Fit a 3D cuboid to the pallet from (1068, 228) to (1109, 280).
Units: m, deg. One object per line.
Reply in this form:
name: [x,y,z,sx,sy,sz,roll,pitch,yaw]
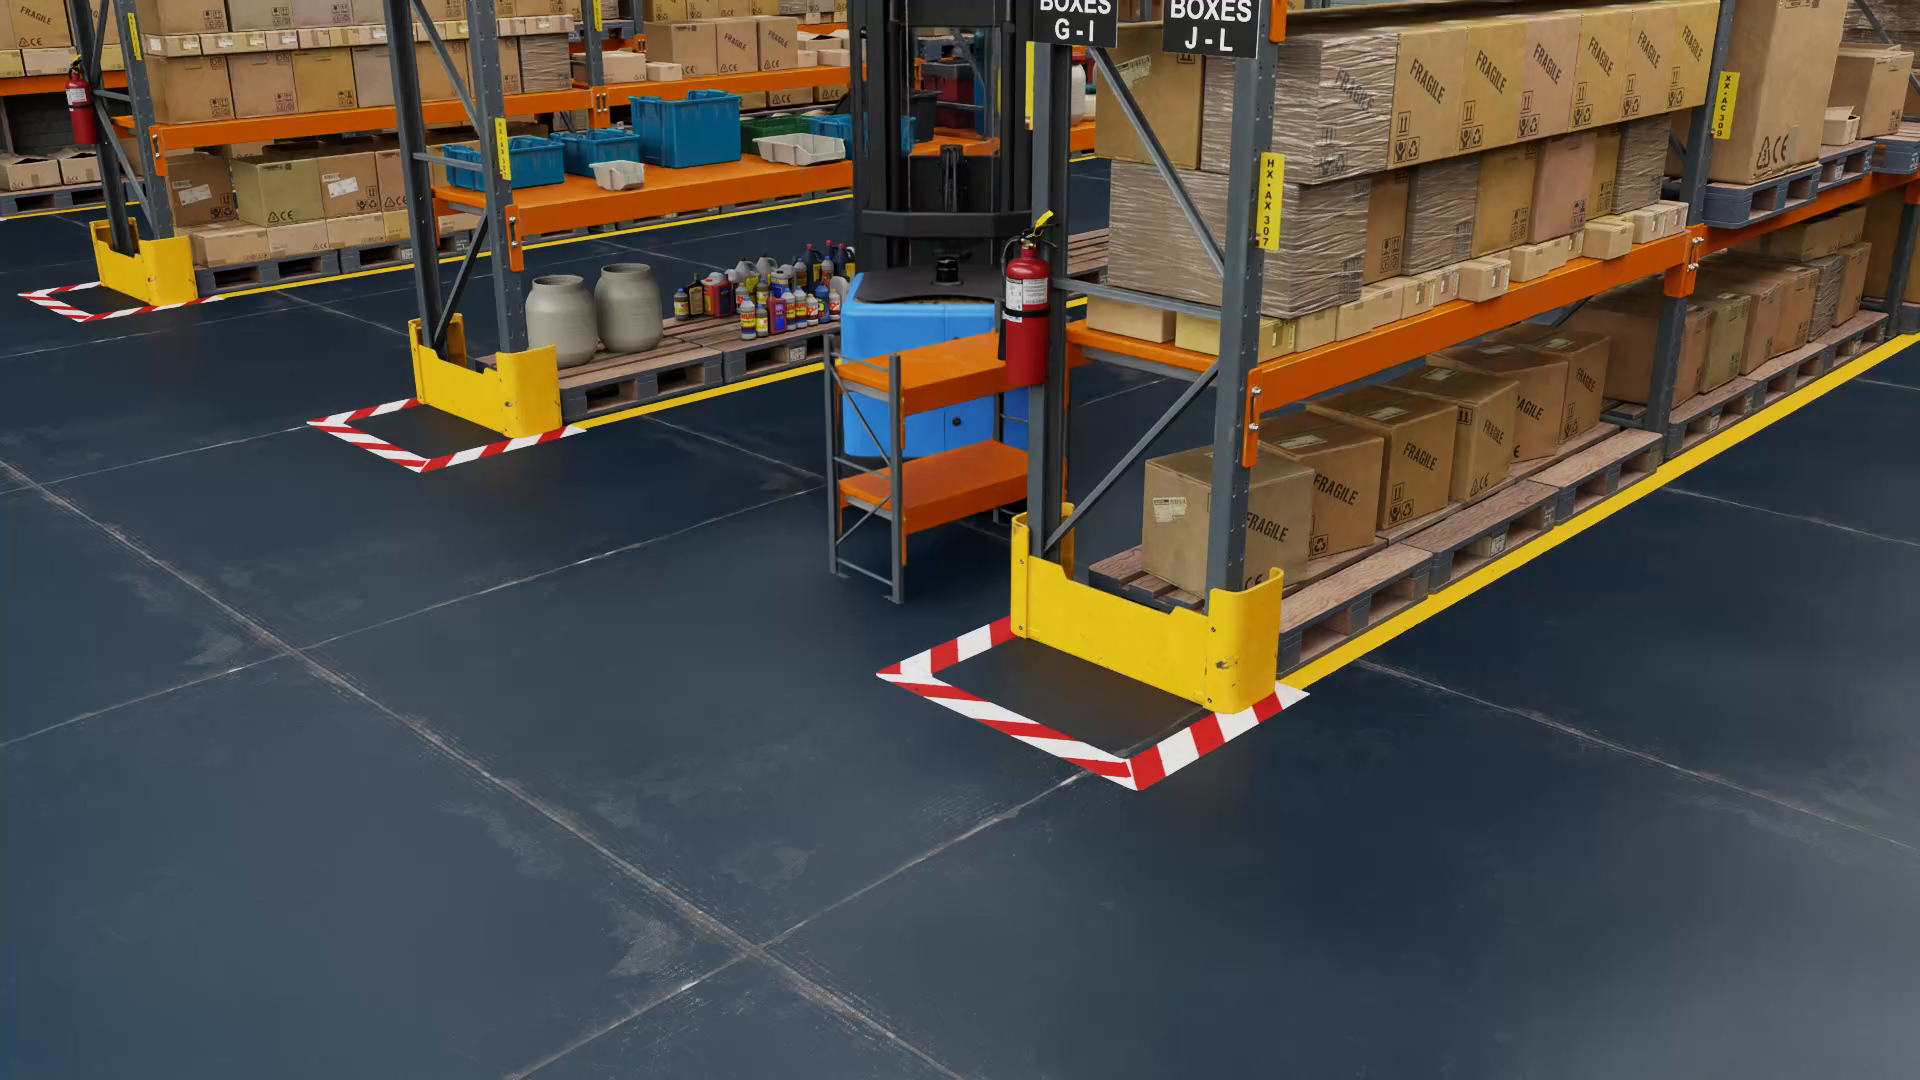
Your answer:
pallet: [1.287,-2.389,13.995,1.003,0.211,1.213,19,28,41]

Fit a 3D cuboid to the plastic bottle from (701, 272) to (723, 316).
plastic bottle: [-1.713,-1.709,11.524,0.152,0.276,0.135,20,28,41]

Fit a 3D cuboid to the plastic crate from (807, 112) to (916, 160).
plastic crate: [-0.662,-2.742,11.234,0.499,0.251,0.616,19,28,41]

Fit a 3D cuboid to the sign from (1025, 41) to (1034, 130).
sign: [0.290,-1.728,6.335,0.100,0.325,0.005,19,28,41]

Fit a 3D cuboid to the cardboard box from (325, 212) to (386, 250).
cardboard box: [-5.193,-2.629,13.980,0.500,0.250,0.500,19,28,41]

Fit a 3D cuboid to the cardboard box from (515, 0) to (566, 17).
cardboard box: [-3.936,-4.941,14.801,0.700,0.500,0.500,19,28,41]

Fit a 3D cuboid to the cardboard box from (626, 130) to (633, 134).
cardboard box: [-3.195,-3.890,16.480,0.500,0.311,0.500,-19,28,-41]

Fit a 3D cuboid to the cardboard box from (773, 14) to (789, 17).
cardboard box: [-2.553,-7.118,22.736,0.380,0.149,0.250,18,28,39]

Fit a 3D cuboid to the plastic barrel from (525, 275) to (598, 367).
plastic barrel: [-2.471,-1.359,10.310,0.421,0.512,0.421,0,21,0]

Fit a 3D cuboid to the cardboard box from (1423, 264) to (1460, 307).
cardboard box: [1.911,-1.115,7.145,0.380,0.149,0.250,19,28,41]

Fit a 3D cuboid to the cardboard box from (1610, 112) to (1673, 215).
cardboard box: [3.106,-2.009,8.568,0.875,0.500,0.500,19,28,41]

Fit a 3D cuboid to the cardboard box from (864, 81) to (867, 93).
cardboard box: [-1.007,-6.895,24.733,0.700,0.500,0.500,20,29,41]

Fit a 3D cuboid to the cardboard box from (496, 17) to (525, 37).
cardboard box: [-4.022,-4.499,14.556,0.380,0.149,0.250,18,28,39]

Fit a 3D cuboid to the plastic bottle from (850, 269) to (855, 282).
plastic bottle: [-0.687,-1.763,11.558,0.144,0.351,0.185,19,28,40]

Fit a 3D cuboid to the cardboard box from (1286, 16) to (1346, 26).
cardboard box: [1.225,-1.881,6.841,0.500,0.500,0.500,19,28,41]

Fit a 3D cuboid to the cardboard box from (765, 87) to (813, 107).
cardboard box: [-2.580,-6.463,23.121,0.750,0.750,0.750,-19,28,-40]

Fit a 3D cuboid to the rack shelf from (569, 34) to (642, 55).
rack shelf: [-5.788,-5.822,20.042,1.077,0.370,4.000,19,28,41]

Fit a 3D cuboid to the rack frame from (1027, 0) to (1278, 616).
rack frame: [0.674,-0.896,6.224,1.000,3.000,0.127,19,28,41]

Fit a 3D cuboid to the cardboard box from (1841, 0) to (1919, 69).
cardboard box: [6.776,-3.651,11.855,0.637,0.503,0.797,-19,28,-40]

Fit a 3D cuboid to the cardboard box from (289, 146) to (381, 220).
cardboard box: [-5.201,-2.982,13.853,0.500,0.500,0.500,19,28,41]

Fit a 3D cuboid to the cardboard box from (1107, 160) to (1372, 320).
cardboard box: [1.077,-1.216,6.503,0.875,0.500,0.500,19,28,41]

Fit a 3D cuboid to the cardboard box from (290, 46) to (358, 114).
cardboard box: [-5.373,-3.802,13.646,0.700,0.500,0.500,19,28,41]

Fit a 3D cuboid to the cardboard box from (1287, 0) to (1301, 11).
cardboard box: [4.263,-7.218,22.534,0.500,0.500,0.500,20,28,41]

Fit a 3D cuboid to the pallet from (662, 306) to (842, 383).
pallet: [-1.434,-1.385,11.383,1.003,0.211,1.213,19,28,41]

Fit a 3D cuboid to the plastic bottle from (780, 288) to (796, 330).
plastic bottle: [-1.148,-1.543,11.099,0.097,0.271,0.097,0,21,0]

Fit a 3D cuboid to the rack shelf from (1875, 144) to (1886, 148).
rack shelf: [7.650,-3.131,13.041,1.077,0.370,4.000,19,28,41]

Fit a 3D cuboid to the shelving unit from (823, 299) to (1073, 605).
shelving unit: [-0.042,-0.430,7.625,1.048,1.125,0.538,-18,27,-38]

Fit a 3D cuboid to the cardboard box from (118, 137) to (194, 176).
cardboard box: [-8.481,-4.132,17.514,0.700,0.500,0.500,17,27,37]

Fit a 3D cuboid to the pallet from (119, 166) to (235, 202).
pallet: [-8.477,-3.845,17.784,1.003,0.211,1.213,19,28,41]

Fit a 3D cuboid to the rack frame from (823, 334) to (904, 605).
rack frame: [-0.423,-0.309,7.311,0.032,1.125,0.500,-18,27,-38]

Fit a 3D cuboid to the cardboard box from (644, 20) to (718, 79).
cardboard box: [-2.716,-4.780,16.190,0.500,0.500,0.500,-18,27,-38]

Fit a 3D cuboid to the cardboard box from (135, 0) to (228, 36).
cardboard box: [-6.050,-4.159,12.766,0.700,0.500,0.500,19,28,41]

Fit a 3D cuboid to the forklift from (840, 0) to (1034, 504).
forklift: [-0.030,-2.026,9.262,1.130,2.935,3.031,1,21,2]

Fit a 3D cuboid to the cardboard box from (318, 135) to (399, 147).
cardboard box: [-5.224,-3.240,14.525,0.500,0.500,0.500,19,28,41]

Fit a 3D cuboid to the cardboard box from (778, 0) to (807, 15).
cardboard box: [-2.449,-7.452,22.700,0.500,0.500,0.500,19,28,41]

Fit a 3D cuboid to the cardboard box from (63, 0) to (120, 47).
cardboard box: [-8.708,-5.208,16.579,0.500,0.500,0.500,18,27,39]

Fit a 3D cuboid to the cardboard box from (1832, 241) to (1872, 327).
cardboard box: [5.801,-1.814,11.483,0.700,0.500,0.500,17,27,38]

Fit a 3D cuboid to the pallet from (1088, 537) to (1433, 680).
pallet: [1.319,0.186,7.296,1.003,0.211,1.213,19,28,41]

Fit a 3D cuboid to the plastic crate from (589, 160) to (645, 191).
plastic crate: [-2.020,-2.162,9.886,0.298,0.136,0.250,19,28,41]

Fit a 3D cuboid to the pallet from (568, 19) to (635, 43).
pallet: [-4.813,-6.372,20.739,1.213,0.211,1.003,19,28,41]

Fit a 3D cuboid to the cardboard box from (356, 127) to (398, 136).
cardboard box: [-6.681,-4.875,19.448,0.500,0.500,0.700,-19,28,-40]

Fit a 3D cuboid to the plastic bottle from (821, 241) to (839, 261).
plastic bottle: [-0.945,-2.029,12.251,0.185,0.351,0.144,-19,28,-41]

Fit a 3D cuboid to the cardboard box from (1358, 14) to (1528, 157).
cardboard box: [1.954,-1.877,6.829,0.500,0.500,0.500,19,28,41]

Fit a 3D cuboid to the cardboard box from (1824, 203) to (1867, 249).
cardboard box: [5.809,-2.161,11.342,0.500,0.250,0.500,-19,28,-40]

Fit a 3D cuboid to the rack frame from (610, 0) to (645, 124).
rack frame: [-4.392,-6.671,21.251,1.000,3.000,0.127,19,28,41]

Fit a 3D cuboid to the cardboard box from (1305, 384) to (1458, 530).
cardboard box: [1.964,-0.400,7.833,0.500,0.500,0.500,-17,27,-37]

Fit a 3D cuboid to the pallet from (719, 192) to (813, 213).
pallet: [-2.294,-3.617,17.191,1.003,0.211,1.213,19,28,41]

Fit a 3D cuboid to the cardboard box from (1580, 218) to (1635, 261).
cardboard box: [3.031,-1.475,8.081,0.380,0.149,0.250,19,28,41]

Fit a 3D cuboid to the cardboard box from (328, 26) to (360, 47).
cardboard box: [-5.096,-4.104,13.528,0.380,0.149,0.250,19,28,40]

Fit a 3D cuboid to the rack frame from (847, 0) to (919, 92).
rack frame: [-0.841,-5.433,18.028,1.000,3.000,0.127,19,28,41]

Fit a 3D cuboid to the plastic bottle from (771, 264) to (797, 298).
plastic bottle: [-1.250,-1.806,11.775,0.152,0.276,0.135,19,28,41]
